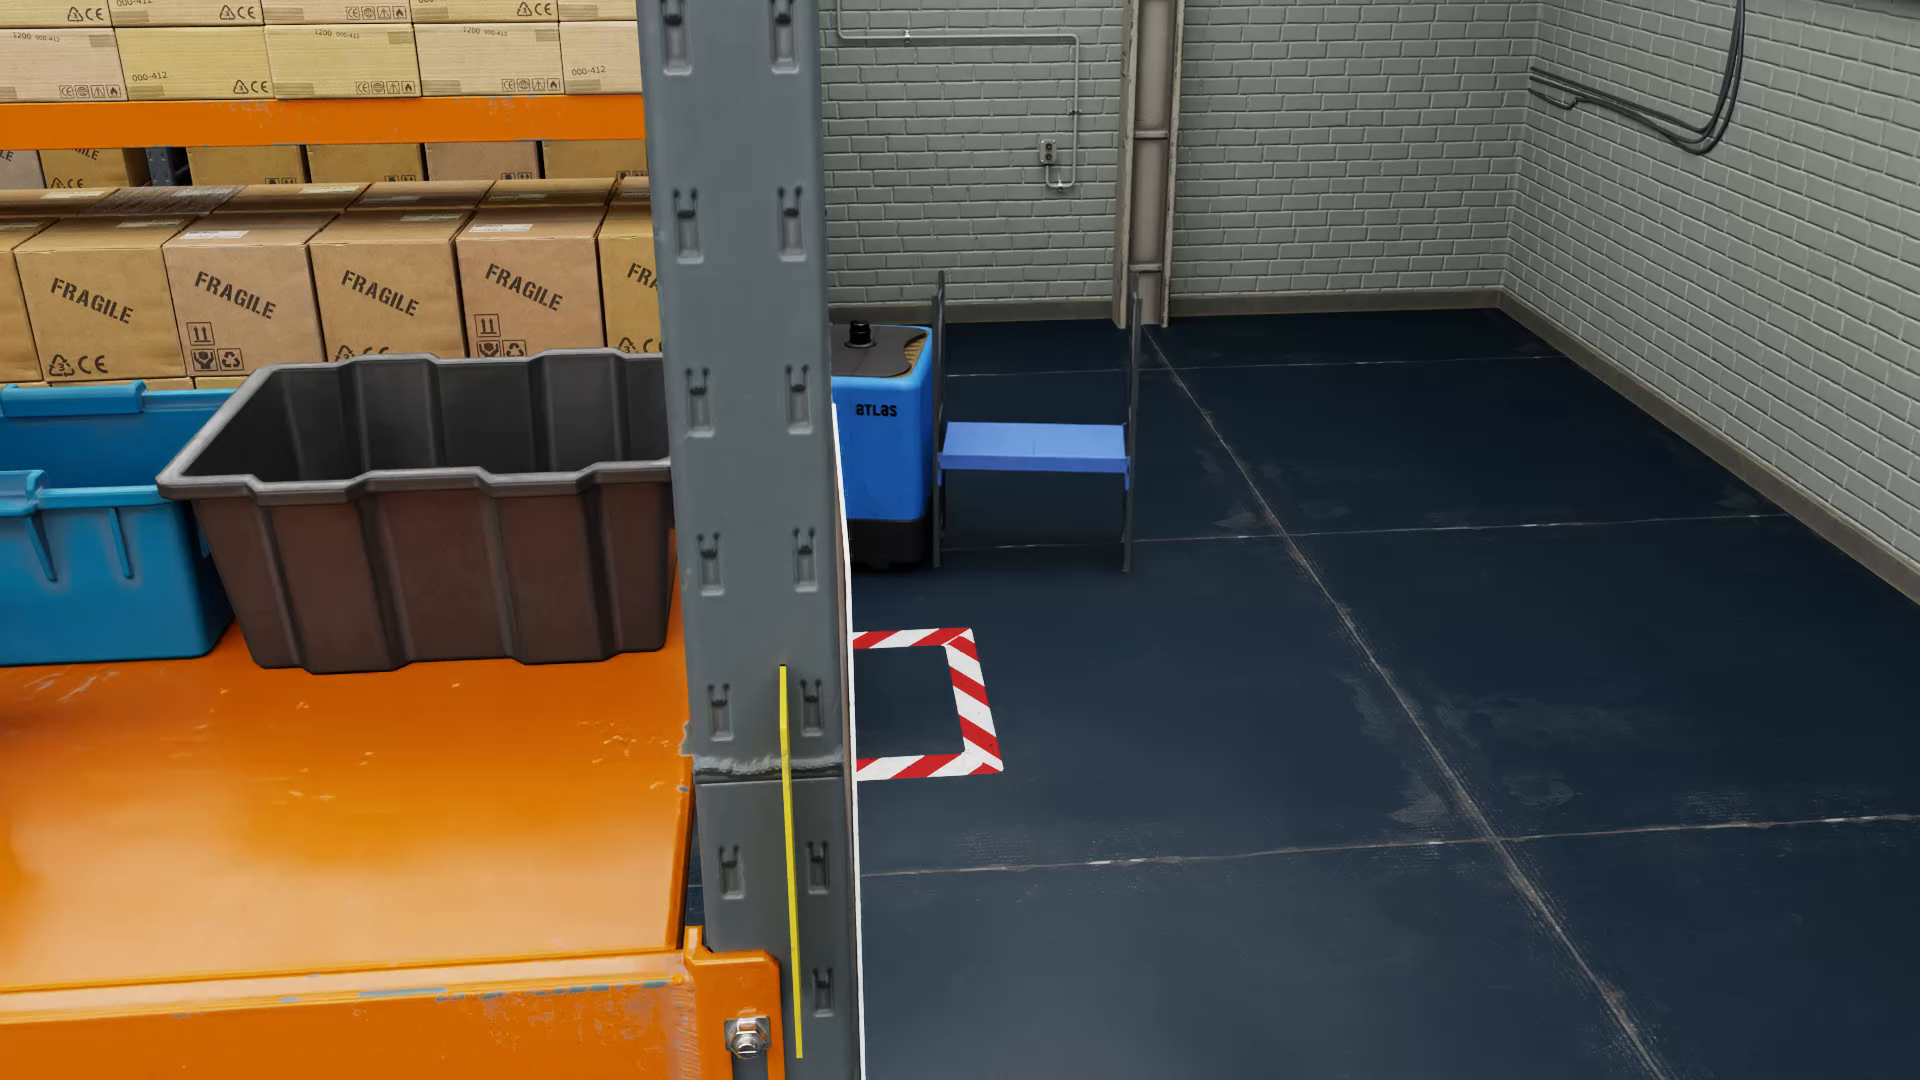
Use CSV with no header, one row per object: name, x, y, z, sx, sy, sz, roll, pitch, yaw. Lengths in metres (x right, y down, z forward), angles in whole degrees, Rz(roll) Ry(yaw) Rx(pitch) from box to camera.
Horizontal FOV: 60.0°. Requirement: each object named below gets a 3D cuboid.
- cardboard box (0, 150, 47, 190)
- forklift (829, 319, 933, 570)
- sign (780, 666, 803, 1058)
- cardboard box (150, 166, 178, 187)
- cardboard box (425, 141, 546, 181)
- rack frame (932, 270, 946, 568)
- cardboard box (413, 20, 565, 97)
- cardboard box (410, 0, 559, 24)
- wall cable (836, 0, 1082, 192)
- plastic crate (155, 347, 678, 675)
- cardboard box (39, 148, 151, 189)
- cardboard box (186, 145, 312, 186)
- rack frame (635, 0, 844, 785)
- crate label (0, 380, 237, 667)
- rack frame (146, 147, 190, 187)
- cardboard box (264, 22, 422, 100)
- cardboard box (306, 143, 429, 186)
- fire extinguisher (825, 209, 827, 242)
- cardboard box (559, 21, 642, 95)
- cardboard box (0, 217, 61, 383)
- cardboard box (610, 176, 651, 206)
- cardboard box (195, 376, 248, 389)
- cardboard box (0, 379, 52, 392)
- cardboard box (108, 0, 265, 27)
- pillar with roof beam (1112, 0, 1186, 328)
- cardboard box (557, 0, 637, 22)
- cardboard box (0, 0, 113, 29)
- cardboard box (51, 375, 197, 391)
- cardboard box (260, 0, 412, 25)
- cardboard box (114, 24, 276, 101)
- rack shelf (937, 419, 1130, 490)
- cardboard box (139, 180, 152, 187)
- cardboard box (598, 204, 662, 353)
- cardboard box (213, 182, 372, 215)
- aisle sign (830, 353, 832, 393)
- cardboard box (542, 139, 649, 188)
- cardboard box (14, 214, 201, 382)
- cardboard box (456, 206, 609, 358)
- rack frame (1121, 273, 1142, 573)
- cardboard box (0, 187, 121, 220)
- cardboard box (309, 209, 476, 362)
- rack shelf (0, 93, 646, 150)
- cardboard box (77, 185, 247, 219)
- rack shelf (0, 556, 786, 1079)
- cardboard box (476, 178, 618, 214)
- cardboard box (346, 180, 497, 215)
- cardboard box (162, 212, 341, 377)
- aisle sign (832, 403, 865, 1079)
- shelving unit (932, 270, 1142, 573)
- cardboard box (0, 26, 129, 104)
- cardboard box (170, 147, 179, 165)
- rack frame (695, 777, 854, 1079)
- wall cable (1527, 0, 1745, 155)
cardboard box,-6.106,-2.519,10.710,0.500,0.500,0.500,-2,24,-5
forklift,-1.642,-1.426,8.849,3.031,2.935,1.130,3,24,6
sign,-0.140,0.271,1.383,0.005,0.325,0.100,-2,24,-5
cardboard box,-5.518,-2.434,11.317,0.250,0.149,0.380,-3,24,-7
cardboard box,-3.173,-2.685,11.228,0.700,0.700,0.980,-3,24,-8
rack frame,-0.111,-0.637,8.837,0.032,1.500,0.500,1,24,3
cardboard box,-1.678,-1.790,6.075,0.500,0.250,0.500,-2,24,-5
cardboard box,-1.677,-2.017,5.971,0.500,0.250,0.500,-2,24,-5
wall cable,-0.003,-3.530,12.248,1.851,1.984,0.084,-2,24,-5
plastic crate,-0.621,-0.036,2.106,0.590,0.269,0.497,-2,24,-5
cardboard box,-5.599,-2.543,10.765,0.500,0.500,0.500,-3,24,-6
cardboard box,-4.623,-2.625,11.093,0.700,0.700,0.980,-2,24,-4
rack frame,-0.210,-1.369,1.252,0.127,3.000,1.000,-2,24,-5
crate label,-1.160,-0.024,2.102,0.502,0.251,0.408,-2,24,-5
rack frame,-5.165,-2.473,11.120,0.127,3.000,1.000,-2,24,-5
cardboard box,-2.174,-1.765,6.018,0.500,0.250,0.500,-2,24,-5
cardboard box,-3.896,-2.652,11.154,0.700,0.700,0.980,-3,24,-6
fire extinguisher,-0.989,-2.246,11.165,0.183,0.674,0.296,-2,24,-5
cardboard box,-1.179,-1.805,6.110,0.500,0.250,0.500,-2,24,-5
cardboard box,-3.664,-0.899,6.225,0.500,0.500,0.500,-3,24,-7
cardboard box,-1.161,-1.222,6.951,0.500,0.500,0.500,-2,24,-4
cardboard box,-2.627,-0.488,6.532,0.500,0.500,0.500,-3,24,-6
cardboard box,-3.631,-0.448,6.442,0.500,0.500,0.500,-2,24,-4
cardboard box,-2.672,-1.976,5.879,0.500,0.250,0.500,-2,24,-5
pillar with roof beam,1.841,-4.091,7.375,0.400,9.000,9.100,-2,24,-5
cardboard box,-1.180,-2.037,6.017,0.500,0.250,0.500,-2,24,-5
cardboard box,-3.170,-1.956,5.834,0.500,0.250,0.500,-2,24,-5
cardboard box,-3.133,-0.467,6.485,0.500,0.500,0.500,-2,24,-5
cardboard box,-2.175,-1.999,5.930,0.500,0.250,0.500,-2,24,-5
cardboard box,-2.673,-1.751,5.988,0.500,0.250,0.500,-2,24,-5
rack shelf,0.396,-0.461,8.882,1.000,0.185,0.538,1,24,3
cardboard box,-5.473,-2.239,10.879,0.250,0.149,0.380,-2,24,-5
cardboard box,-1.109,-1.004,6.461,0.500,0.500,0.500,-3,24,-6
cardboard box,-2.684,-1.159,6.811,0.500,0.500,0.500,-3,24,-6
aisle sign,-0.168,0.061,2.219,0.004,0.787,0.394,-2,24,-5
cardboard box,-2.414,-2.711,11.288,0.700,0.700,0.980,-2,24,-6
cardboard box,-3.153,-0.919,6.271,0.500,0.500,0.500,-3,24,-7
cardboard box,-1.612,-0.983,6.415,0.500,0.500,0.500,-2,24,-4
rack frame,0.904,-0.613,8.782,0.032,1.500,0.500,1,24,3
cardboard box,-3.687,-1.120,6.722,0.500,0.500,0.500,-3,24,-6
cardboard box,-2.128,-0.961,6.364,0.500,0.500,0.500,-2,24,-4
rack shelf,-2.684,-1.592,6.332,4.000,0.370,1.077,-2,24,-5
cardboard box,-3.185,-1.140,6.767,0.500,0.500,0.500,-2,24,-5
rack shelf,-2.201,0.410,1.827,4.000,0.370,1.077,-2,24,-5
cardboard box,-1.681,-1.198,6.898,0.500,0.500,0.500,-2,24,-5
cardboard box,-2.179,-1.180,6.857,0.500,0.500,0.500,-2,24,-4
cardboard box,-2.639,-0.940,6.318,0.500,0.500,0.500,-2,24,-4
aisle sign,-0.110,0.300,1.682,0.004,0.787,0.394,-2,24,-5
shelving unit,0.396,-0.625,8.809,1.048,1.500,0.538,1,24,3
cardboard box,-3.170,-1.730,5.940,0.500,0.250,0.500,-2,24,-5
cardboard box,-5.647,-2.747,11.223,0.500,0.500,0.500,-3,24,-7
rack frame,-0.210,1.372,2.470,0.127,3.000,1.000,-2,24,-5
wall cable,4.480,-4.036,11.074,0.112,2.526,3.097,-2,24,-5
